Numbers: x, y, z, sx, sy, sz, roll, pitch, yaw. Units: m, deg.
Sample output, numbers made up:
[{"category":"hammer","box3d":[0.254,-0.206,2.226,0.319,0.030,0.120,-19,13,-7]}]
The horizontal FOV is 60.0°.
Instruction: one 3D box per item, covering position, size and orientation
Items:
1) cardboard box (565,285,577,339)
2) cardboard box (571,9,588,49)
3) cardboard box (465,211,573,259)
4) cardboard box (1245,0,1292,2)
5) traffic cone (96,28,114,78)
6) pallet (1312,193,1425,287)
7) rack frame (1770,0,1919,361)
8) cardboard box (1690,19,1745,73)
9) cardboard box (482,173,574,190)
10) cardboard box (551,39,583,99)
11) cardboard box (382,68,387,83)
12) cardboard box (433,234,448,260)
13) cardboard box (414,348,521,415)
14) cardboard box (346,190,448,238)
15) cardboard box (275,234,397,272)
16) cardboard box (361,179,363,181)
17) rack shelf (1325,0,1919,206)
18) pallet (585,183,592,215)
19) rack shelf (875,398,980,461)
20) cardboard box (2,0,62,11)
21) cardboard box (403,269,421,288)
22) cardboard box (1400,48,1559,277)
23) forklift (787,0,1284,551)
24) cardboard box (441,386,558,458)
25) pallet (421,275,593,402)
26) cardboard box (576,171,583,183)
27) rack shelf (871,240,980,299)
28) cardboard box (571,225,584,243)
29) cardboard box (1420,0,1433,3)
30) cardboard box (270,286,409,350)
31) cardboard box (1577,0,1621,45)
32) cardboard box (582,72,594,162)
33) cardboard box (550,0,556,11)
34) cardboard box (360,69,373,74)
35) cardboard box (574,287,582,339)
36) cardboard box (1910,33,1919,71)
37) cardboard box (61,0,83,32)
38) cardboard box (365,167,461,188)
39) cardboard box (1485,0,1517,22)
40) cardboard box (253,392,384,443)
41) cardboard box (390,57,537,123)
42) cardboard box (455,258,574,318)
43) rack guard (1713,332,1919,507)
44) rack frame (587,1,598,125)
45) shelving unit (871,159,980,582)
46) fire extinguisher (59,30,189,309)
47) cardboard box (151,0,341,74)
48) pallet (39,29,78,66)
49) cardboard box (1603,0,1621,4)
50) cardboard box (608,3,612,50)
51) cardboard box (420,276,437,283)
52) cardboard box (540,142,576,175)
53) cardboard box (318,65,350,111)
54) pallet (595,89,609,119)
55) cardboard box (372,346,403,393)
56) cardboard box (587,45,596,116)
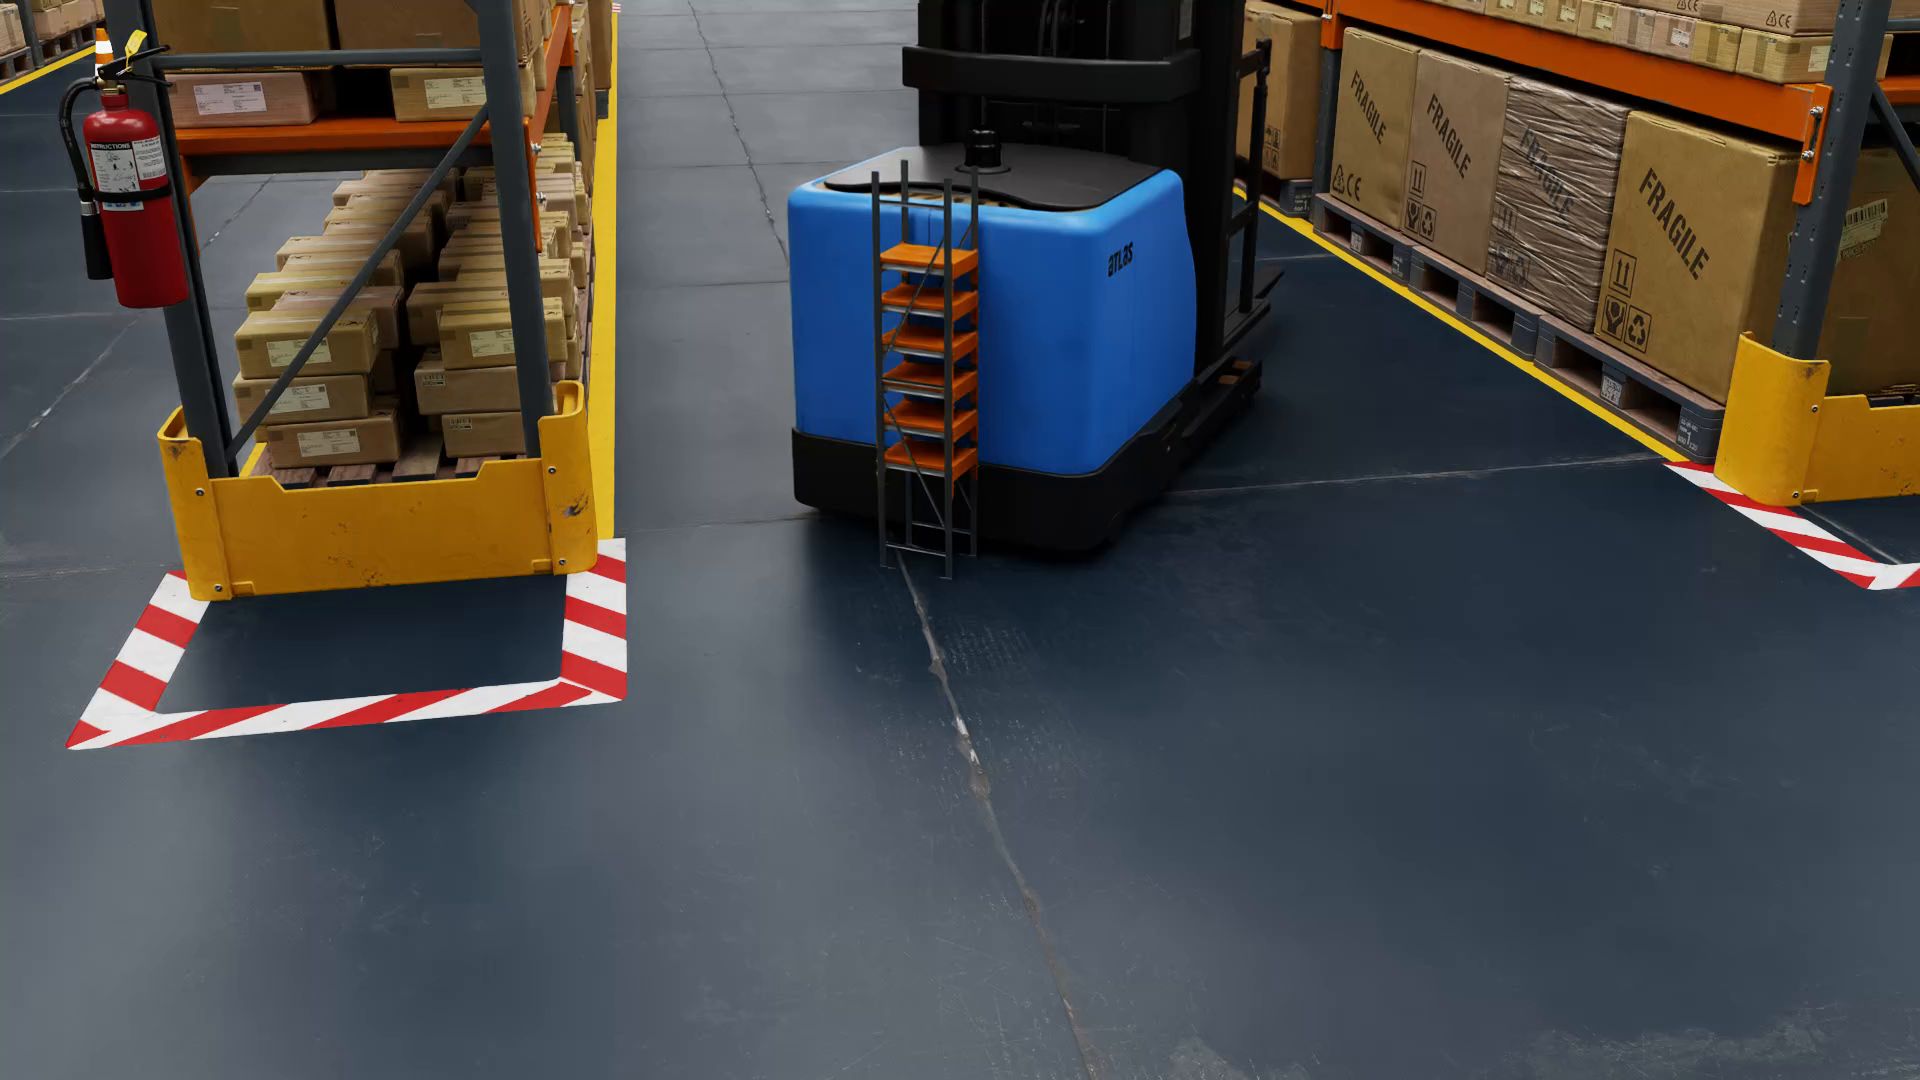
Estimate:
[{"category":"cardboard box","box3d":[-1.605,-0.830,6.069,0.380,0.149,0.250,-4,24,-8]},{"category":"cardboard box","box3d":[-2.605,-3.161,10.402,0.500,0.250,0.500,-4,24,-9]},{"category":"cardboard box","box3d":[-1.718,-1.178,6.494,0.380,0.149,0.250,-4,24,-9]},{"category":"cardboard box","box3d":[2.157,-2.993,10.486,1.225,0.875,0.875,-5,24,-12]},{"category":"traffic cone","box3d":[-7.152,-4.040,13.921,0.336,0.463,0.334,-4,24,-10]},{"category":"pallet","box3d":[2.525,-1.590,8.627,1.003,0.211,1.213,-4,24,-10]},{"category":"rack frame","box3d":[3.201,-1.600,5.165,1.000,3.000,0.127,-4,24,-10]},{"category":"cardboard box","box3d":[2.761,-1.702,5.714,0.380,0.149,0.250,-4,24,-9]},{"category":"cardboard box","box3d":[-1.859,-1.481,7.187,0.380,0.149,0.250,-5,24,-12]},{"category":"cardboard box","box3d":[-2.309,-2.546,8.994,0.500,0.250,0.500,-5,24,-12]},{"category":"cardboard box","box3d":[-1.698,-1.608,5.497,0.380,0.149,0.250,-3,24,-7]},{"category":"cardboard box","box3d":[-2.389,-1.299,7.143,0.380,0.149,0.250,-3,24,-7]},{"category":"cardboard box","box3d":[-1.537,-0.520,5.358,0.380,0.149,0.250,-3,24,-8]},{"category":"cardboard box","box3d":[-2.315,-1.337,6.857,0.380,0.149,0.250,-5,24,-12]},{"category":"cardboard box","box3d":[-2.292,-1.024,6.141,0.380,0.149,0.250,-3,24,-8]},{"category":"cardboard box","box3d":[-2.680,-1.702,8.064,0.380,0.149,0.250,-3,24,-7]},{"category":"rack shelf","box3d":[2.831,-2.057,7.110,1.077,0.370,4.000,-4,24,-10]},{"category":"pallet","box3d":[-2.578,-1.874,9.277,1.003,0.211,1.213,-4,24,-10]},{"category":"rack shelf","box3d":[-0.096,-0.329,4.915,0.258,0.103,0.180,10,26,22]},{"category":"cardboard box","box3d":[-8.601,-5.114,15.186,0.500,0.500,0.500,-3,24,-7]},{"category":"cardboard box","box3d":[-2.306,-0.990,6.435,0.380,0.149,0.250,-3,24,-7]},{"category":"cardboard box","box3d":[2.671,-1.772,7.690,0.875,0.875,0.875,-4,24,-10]},{"category":"forklift","box3d":[0.529,-1.868,5.866,1.130,2.935,3.031,10,26,22]},{"category":"cardboard box","box3d":[-1.475,-0.388,5.428,0.380,0.149,0.250,-4,24,-9]},{"category":"pallet","box3d":[-2.044,-0.825,6.876,1.003,0.211,1.213,-4,24,-10]},{"category":"cardboard box","box3d":[-1.999,-1.662,7.973,0.380,0.149,0.250,-5,24,-12]},{"category":"rack shelf","box3d":[-0.096,-0.769,4.723,0.258,0.103,0.180,10,26,22]},{"category":"cardboard box","box3d":[-1.947,-1.395,7.734,0.380,0.149,0.250,-5,24,-12]},{"category":"cardboard box","box3d":[2.337,-2.607,7.785,0.380,0.149,0.250,-5,24,-11]},{"category":"cardboard box","box3d":[-2.029,-0.723,5.453,0.380,0.149,0.250,-4,24,-9]},{"category":"cardboard box","box3d":[2.621,-2.002,6.400,0.380,0.149,0.250,-5,24,-11]},{"category":"cardboard box","box3d":[-2.408,-2.411,9.621,0.500,0.500,0.500,-3,24,-7]},{"category":"cardboard box","box3d":[-2.004,-2.433,7.386,0.380,0.149,0.250,-3,24,-8]},{"category":"cardboard box","box3d":[-2.191,-1.667,5.633,0.380,0.149,0.250,-5,24,-12]},{"category":"cardboard box","box3d":[-1.697,-0.889,6.574,0.380,0.149,0.250,-5,24,-12]},{"category":"cardboard box","box3d":[3.459,-1.649,5.591,0.380,0.149,0.250,-4,24,-9]},{"category":"cardboard box","box3d":[-8.711,-4.980,15.815,0.500,0.250,0.500,-3,24,-7]},{"category":"cardboard box","box3d":[-2.484,-1.645,7.562,0.380,0.149,0.250,-5,24,-10]},{"category":"cardboard box","box3d":[2.479,-2.304,7.091,0.380,0.149,0.250,-5,24,-11]},{"category":"cardboard box","box3d":[-2.142,-0.444,5.555,0.380,0.149,0.250,-4,24,-8]},{"category":"cardboard box","box3d":[-1.430,-1.309,4.813,0.380,0.149,0.250,-4,24,-10]},{"category":"cardboard box","box3d":[-1.545,-0.870,5.789,0.380,0.149,0.250,-4,24,-10]},{"category":"rack guard","box3d":[3.205,-0.445,5.644,1.175,0.500,0.348,-4,24,-10]},{"category":"rack frame","box3d":[-3.172,-4.419,11.620,1.000,3.000,0.127,-4,24,-10]},{"category":"shelving unit","box3d":[-0.096,-0.480,4.849,0.258,1.200,0.189,10,26,22]},{"category":"fire extinguisher","box3d":[-2.099,-0.933,4.200,0.296,0.674,0.183,-4,24,-10]},{"category":"cardboard box","box3d":[-2.029,-1.612,4.697,0.500,0.500,0.500,-4,24,-9]},{"category":"pallet","box3d":[-8.916,-4.570,15.450,1.003,0.211,1.213,-4,24,-10]},{"category":"cardboard box","box3d":[2.663,-2.238,6.442,0.500,0.250,0.500,-5,24,-12]},{"category":"cardboard box","box3d":[-3.534,-4.537,14.176,1.050,0.750,0.750,-4,24,-10]},{"category":"cardboard box","box3d":[-2.277,-0.960,6.737,0.380,0.149,0.250,-4,24,-8]},{"category":"cardboard box","box3d":[-2.024,-1.786,7.886,0.380,0.149,0.250,-4,24,-9]},{"category":"cardboard box","box3d":[-2.040,-1.365,4.942,0.380,0.149,0.250,-4,24,-10]},{"category":"pallet","box3d":[-3.244,-3.457,12.901,1.003,0.211,1.213,-4,24,-10]},{"category":"cardboard box","box3d":[-2.066,-0.588,5.514,0.380,0.149,0.250,-5,24,-11]},{"category":"cardboard box","box3d":[-2.701,-3.022,11.020,0.500,0.500,0.500,-3,24,-8]}]
